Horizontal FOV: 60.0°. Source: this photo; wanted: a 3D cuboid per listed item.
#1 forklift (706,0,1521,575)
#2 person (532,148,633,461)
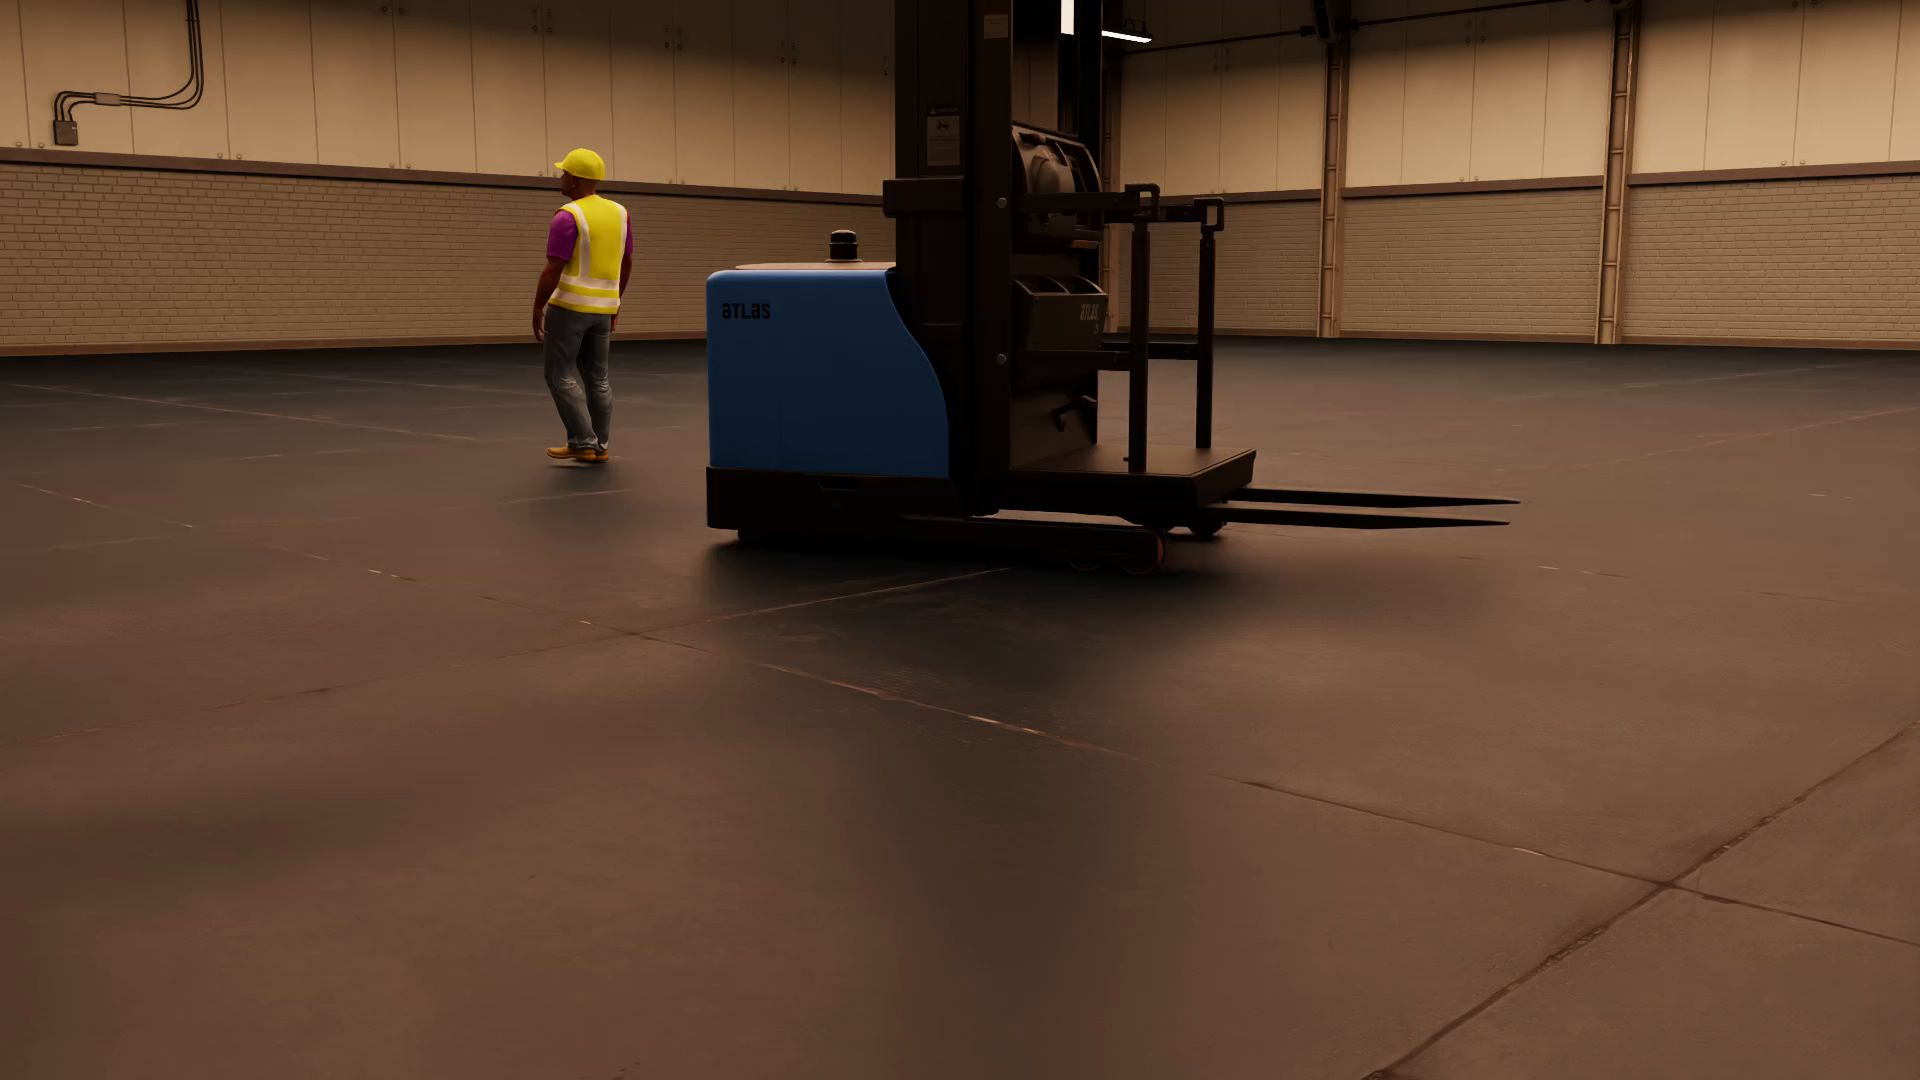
[{"bbox_3d":[0.565,-1.416,6.275,3.031,2.935,1.130,3,9,22],"label":"forklift"},{"bbox_3d":[-2.189,-1.306,9.412,0.589,1.761,0.666,5,10,31],"label":"person"}]
